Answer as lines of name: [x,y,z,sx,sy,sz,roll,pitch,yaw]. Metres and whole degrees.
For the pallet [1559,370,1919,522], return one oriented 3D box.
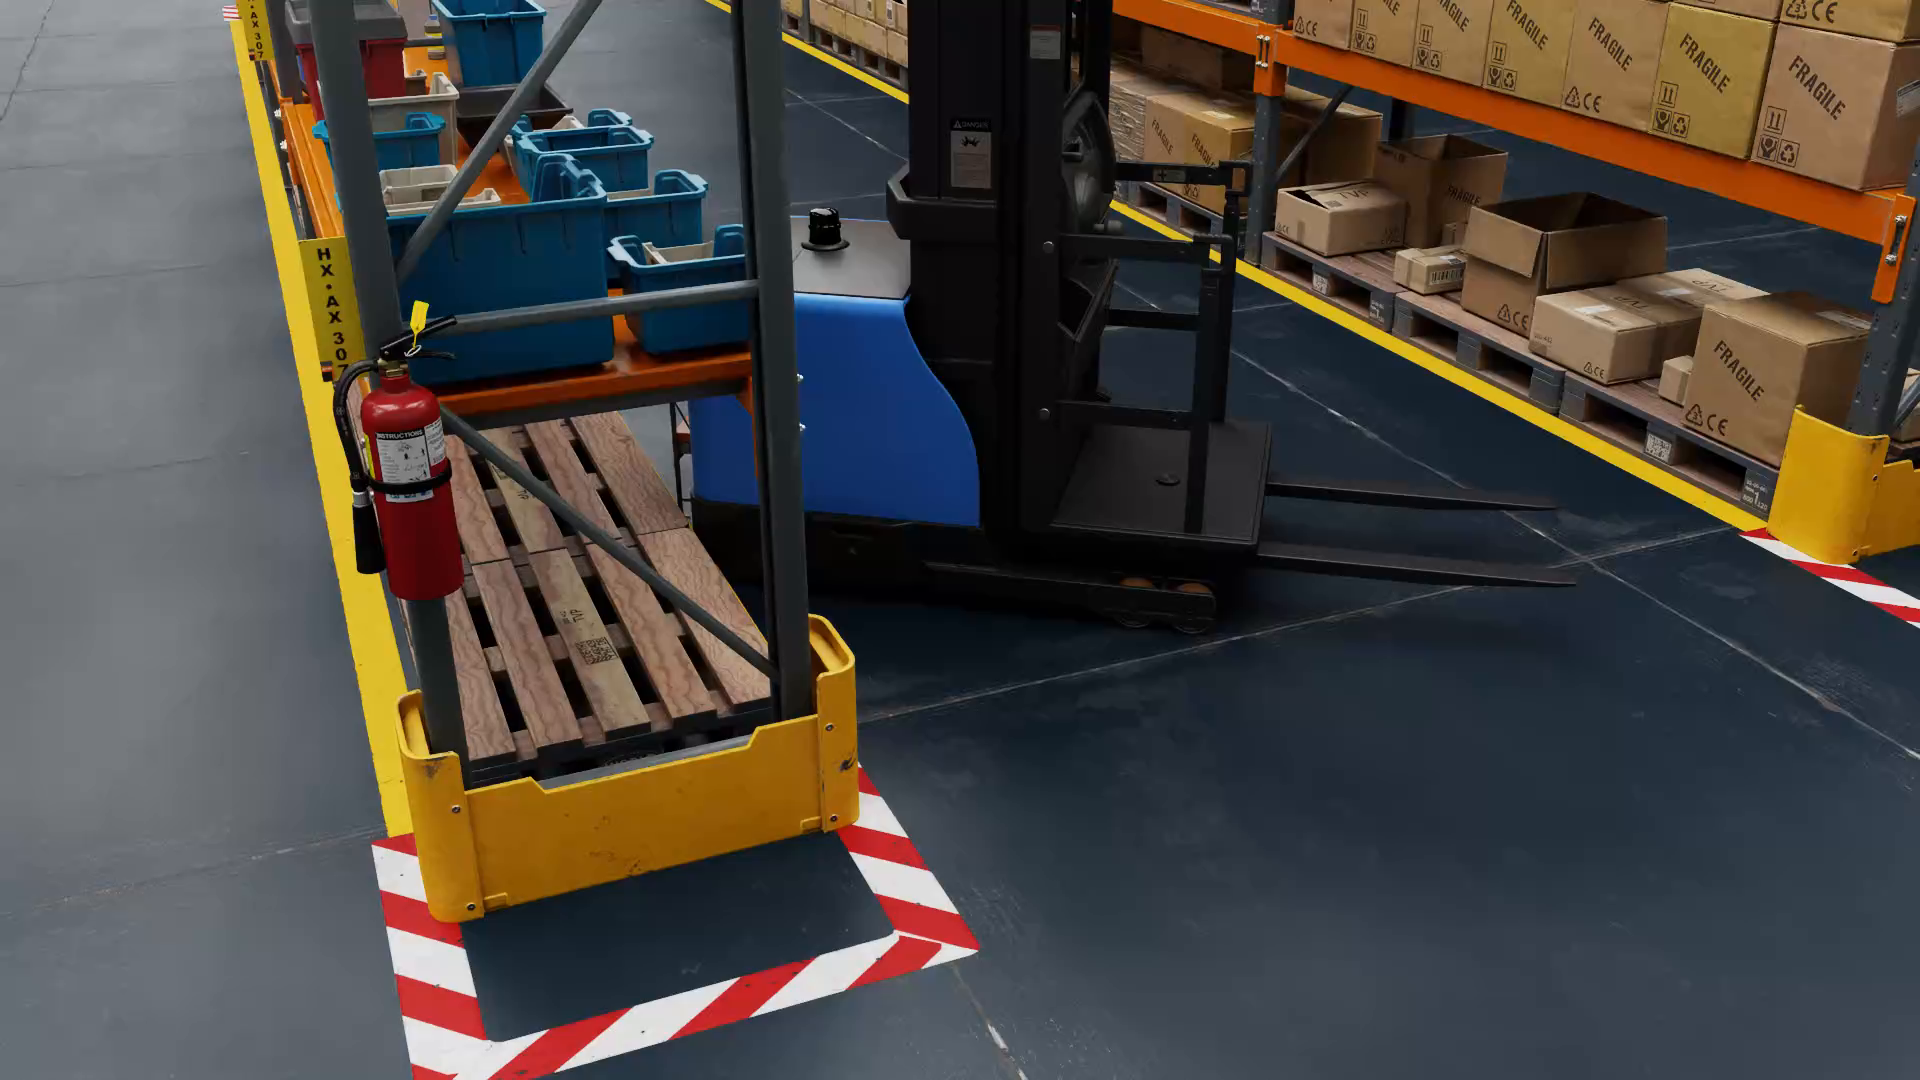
pallet: [3.329,-0.486,7.005,1.003,0.211,1.213,-11,28,-21]

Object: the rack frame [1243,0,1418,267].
rack frame: [2.105,-3.001,8.979,1.000,3.000,0.127,-11,28,-21]

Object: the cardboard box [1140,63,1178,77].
cardboard box: [1.535,-2.934,11.187,0.500,0.500,0.500,-12,28,-23]

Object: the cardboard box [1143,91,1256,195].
cardboard box: [1.463,-2.427,10.149,0.500,0.500,0.500,-10,28,-20]

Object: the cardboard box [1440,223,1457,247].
cardboard box: [2.792,-1.596,8.847,0.380,0.149,0.250,-11,28,-21]

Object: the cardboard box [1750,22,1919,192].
cardboard box: [3.246,-1.566,5.924,0.500,0.500,0.500,-10,28,-19]

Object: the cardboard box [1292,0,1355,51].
cardboard box: [2.054,-2.794,8.439,0.500,0.500,0.500,-10,28,-19]

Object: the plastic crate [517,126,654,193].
plastic crate: [-1.197,-1.177,5.363,0.416,0.233,0.300,-11,28,-21]

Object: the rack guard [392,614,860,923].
rack guard: [-0.866,0.594,4.464,1.175,0.500,0.348,-11,28,-21]

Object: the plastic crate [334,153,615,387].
plastic crate: [-1.190,-0.683,4.121,0.616,0.435,0.499,-11,28,-21]

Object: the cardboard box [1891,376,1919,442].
cardboard box: [3.824,-0.531,6.667,0.380,0.149,0.250,-11,28,-21]

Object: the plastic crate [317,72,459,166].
plastic crate: [-2.025,-1.478,5.924,0.437,0.282,0.530,-11,28,-21]

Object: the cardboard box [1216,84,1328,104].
cardboard box: [1.921,-2.526,10.353,0.500,0.500,0.500,-10,28,-20]

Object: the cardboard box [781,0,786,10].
cardboard box: [-1.597,-5.537,16.828,0.500,0.250,0.500,-11,28,-21]

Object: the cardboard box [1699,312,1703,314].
cardboard box: [3.524,-0.819,7.141,0.500,0.250,0.500,-11,28,-21]

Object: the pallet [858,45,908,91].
pallet: [-0.222,-4.194,14.599,1.003,0.211,1.213,-11,28,-21]

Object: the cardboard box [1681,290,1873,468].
cardboard box: [3.232,-0.638,6.486,0.500,0.500,0.500,-11,28,-21]

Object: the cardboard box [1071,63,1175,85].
cardboard box: [1.065,-2.834,10.984,0.500,0.500,0.500,-12,28,-22]

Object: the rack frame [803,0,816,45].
rack frame: [-1.028,-6.231,15.593,1.000,3.000,0.127,-11,28,-21]

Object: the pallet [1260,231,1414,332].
pallet: [2.373,-1.471,9.022,1.003,0.211,1.213,-11,28,-21]

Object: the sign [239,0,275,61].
sign: [-2.961,-2.183,6.986,0.100,0.325,0.005,-11,28,-21]

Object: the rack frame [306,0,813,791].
rack frame: [-0.887,-0.537,3.931,1.000,3.000,0.127,-11,28,-21]

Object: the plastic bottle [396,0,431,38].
plastic bottle: [-2.787,-2.696,8.495,0.152,0.276,0.135,-11,28,-21]

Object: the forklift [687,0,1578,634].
forklift: [0.616,-1.258,5.485,3.031,2.935,1.130,6,27,11]

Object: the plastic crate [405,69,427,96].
plastic crate: [-2.403,-1.848,6.848,0.396,0.136,0.243,-11,28,-21]

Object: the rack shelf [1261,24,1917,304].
rack shelf: [2.889,-1.871,7.483,1.077,0.370,4.000,-11,28,-21]

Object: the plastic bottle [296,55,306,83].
plastic bottle: [-2.906,-2.200,7.478,0.152,0.276,0.135,-11,28,-21]

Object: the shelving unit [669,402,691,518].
shelving unit: [-0.967,-0.608,6.298,0.215,1.050,0.252,4,26,9]

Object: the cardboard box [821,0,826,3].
cardboard box: [-1.095,-5.227,15.552,0.500,0.311,0.500,-10,28,-20]

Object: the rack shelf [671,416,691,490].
rack shelf: [-0.967,-0.348,6.424,0.215,0.259,0.240,4,26,9]

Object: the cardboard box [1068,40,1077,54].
cardboard box: [0.664,-3.247,11.830,0.500,0.500,0.500,-12,28,-22]

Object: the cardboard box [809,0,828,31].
cardboard box: [-1.098,-4.979,15.684,0.500,0.250,0.500,-11,28,-22]

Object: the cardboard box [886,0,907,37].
cardboard box: [-0.297,-4.403,13.866,0.500,0.311,0.500,-11,28,-21]

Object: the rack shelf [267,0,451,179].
rack shelf: [-3.237,-2.636,9.050,1.077,0.370,4.000,-11,28,-21]

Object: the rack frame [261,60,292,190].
rack frame: [-4.020,-3.767,10.546,1.000,3.000,0.127,-11,28,-21]

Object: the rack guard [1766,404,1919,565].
rack guard: [3.642,-0.294,6.282,1.175,0.500,0.348,-11,28,-21]

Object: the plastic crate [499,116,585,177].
plastic crate: [-1.495,-1.409,5.949,0.293,0.136,0.466,-11,28,-21]

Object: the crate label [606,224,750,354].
crate label: [-0.681,-0.645,4.275,0.416,0.233,0.303,-11,28,-21]

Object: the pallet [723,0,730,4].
pallet: [-2.256,-6.291,18.895,1.003,0.211,1.213,-11,28,-21]

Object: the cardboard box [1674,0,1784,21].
cardboard box: [3.046,-2.217,6.119,0.500,0.500,0.500,-10,28,-19]

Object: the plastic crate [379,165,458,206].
plastic crate: [-1.738,-1.088,5.291,0.298,0.136,0.250,-11,28,-21]

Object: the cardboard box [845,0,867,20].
cardboard box: [-0.700,-4.815,14.709,0.500,0.311,0.500,-12,28,-22]

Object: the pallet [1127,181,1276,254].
pallet: [1.752,-2.070,10.250,1.003,0.211,1.213,-11,28,-21]

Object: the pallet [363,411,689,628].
pallet: [-1.649,-0.115,6.246,1.003,0.211,1.213,-11,28,-21]

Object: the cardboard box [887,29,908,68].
cardboard box: [-0.291,-4.151,13.988,0.500,0.250,0.500,-10,28,-19]

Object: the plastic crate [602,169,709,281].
plastic crate: [-0.939,-0.911,4.819,0.416,0.233,0.300,-11,28,-21]

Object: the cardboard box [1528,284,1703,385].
cardboard box: [2.888,-0.915,7.337,0.500,0.250,0.500,-11,28,-21]

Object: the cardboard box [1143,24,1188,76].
cardboard box: [1.552,-3.256,10.993,0.500,0.250,0.500,-11,28,-22]

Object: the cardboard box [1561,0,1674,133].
cardboard box: [2.849,-1.977,6.766,0.500,0.500,0.500,-10,28,-20]

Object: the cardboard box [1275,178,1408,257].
cardboard box: [2.071,-1.784,9.049,0.500,0.311,0.500,-11,28,-21]

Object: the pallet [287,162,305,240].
pallet: [-3.673,-2.203,10.520,1.003,0.211,1.213,-11,28,-21]

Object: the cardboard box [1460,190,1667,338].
cardboard box: [2.846,-1.320,7.878,0.797,0.503,0.637,-11,28,-21]

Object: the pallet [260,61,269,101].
pallet: [-5.244,-3.818,13.829,1.003,0.211,1.213,-11,28,-21]

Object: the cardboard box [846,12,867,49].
cardboard box: [-0.693,-4.564,14.833,0.500,0.250,0.500,-11,28,-22]

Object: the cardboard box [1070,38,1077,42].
cardboard box: [1.121,-3.353,12.047,0.500,0.500,0.500,-9,28,-19]

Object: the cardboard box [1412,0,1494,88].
cardboard box: [2.452,-2.385,7.603,0.500,0.500,0.500,-11,28,-21]
